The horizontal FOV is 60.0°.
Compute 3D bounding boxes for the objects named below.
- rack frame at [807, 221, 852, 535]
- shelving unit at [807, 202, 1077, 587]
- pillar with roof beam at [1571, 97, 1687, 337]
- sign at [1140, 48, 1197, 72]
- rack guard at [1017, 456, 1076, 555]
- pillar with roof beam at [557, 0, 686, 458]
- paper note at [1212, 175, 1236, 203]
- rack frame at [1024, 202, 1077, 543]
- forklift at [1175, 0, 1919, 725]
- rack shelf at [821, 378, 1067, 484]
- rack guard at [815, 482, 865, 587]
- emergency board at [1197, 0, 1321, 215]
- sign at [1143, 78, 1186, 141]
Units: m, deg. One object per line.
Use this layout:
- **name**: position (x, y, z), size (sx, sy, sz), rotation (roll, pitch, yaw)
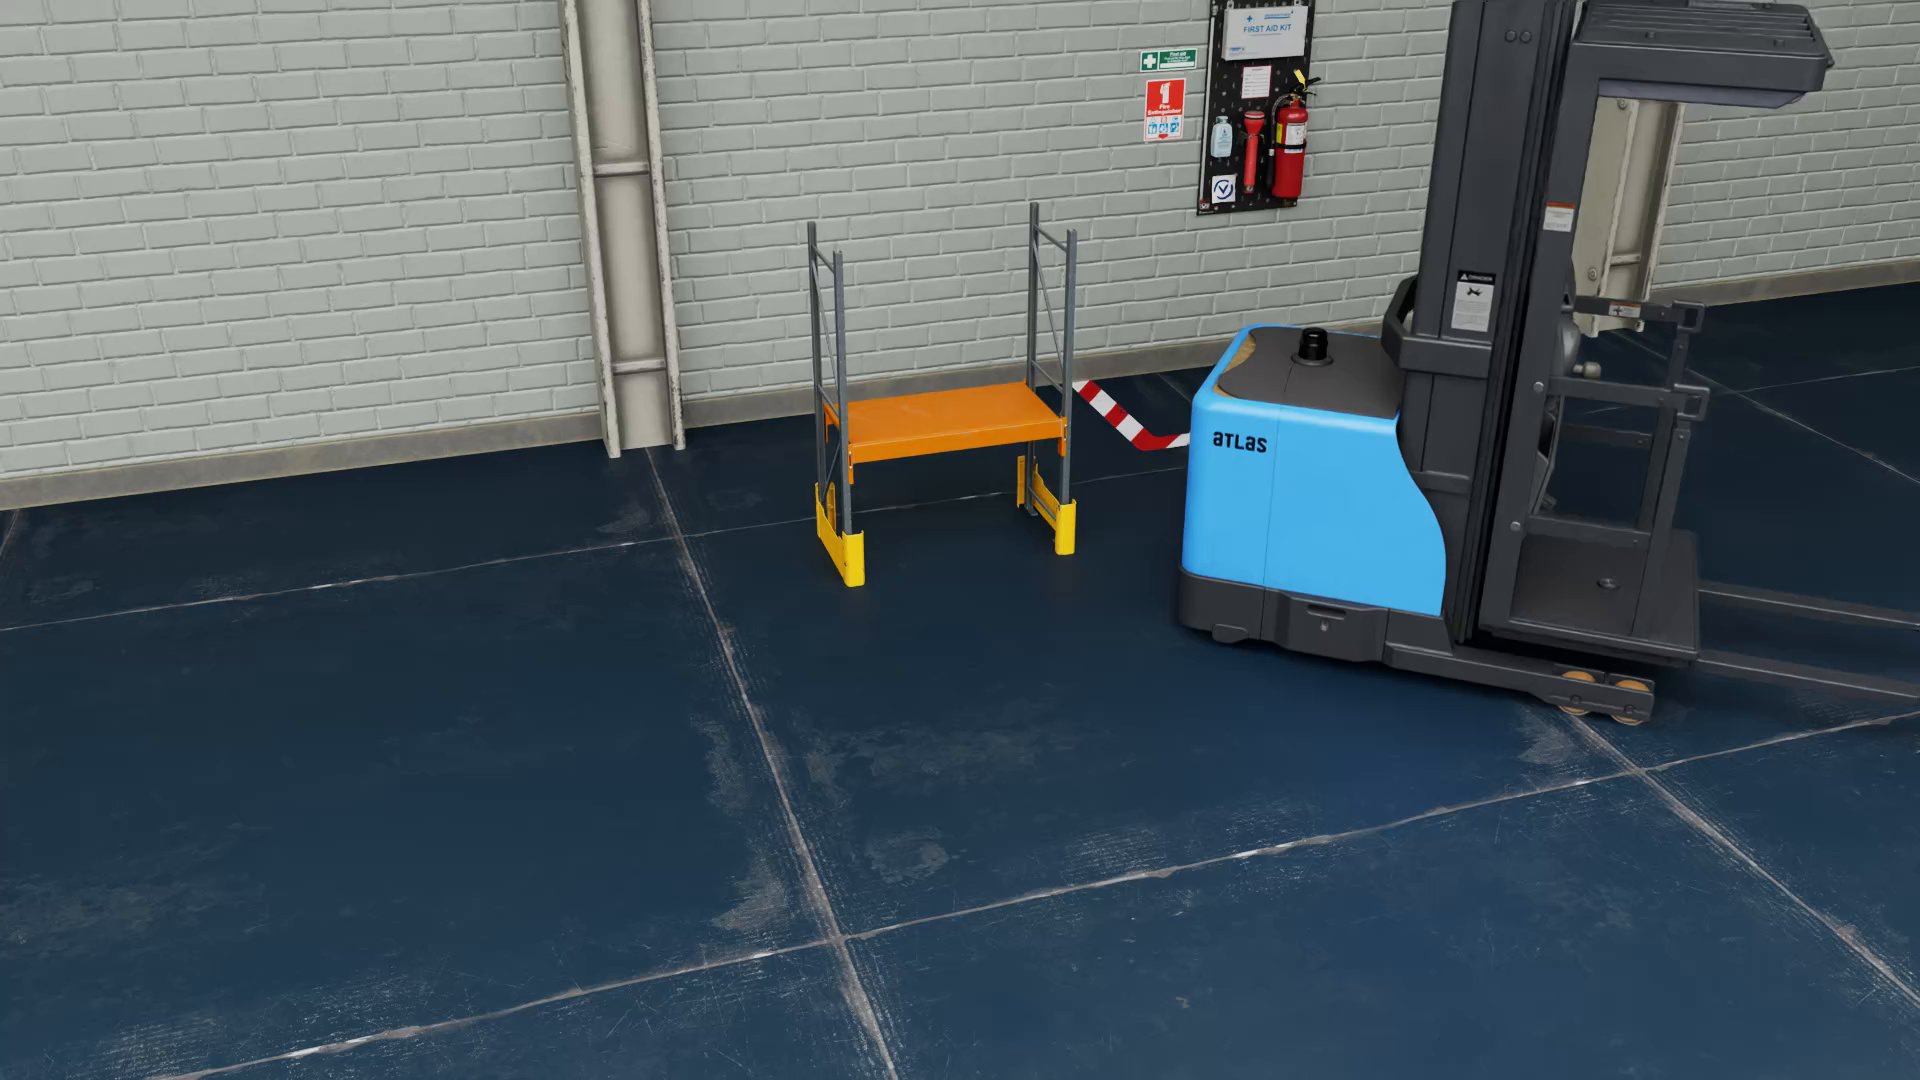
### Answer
- **rack frame**: position (-0.564, -0.590, 7.252), size (0.032, 1.500, 0.500), rotation (-8, 28, -16)
- **shelving unit**: position (-0.072, -0.661, 7.395), size (1.083, 1.500, 0.587), rotation (-8, 28, -16)
- **pillar with roof beam**: position (5.367, -3.553, 4.787), size (0.400, 9.000, 9.100), rotation (-8, 28, -16)
- **sign**: position (1.122, -2.580, 8.937), size (0.331, 0.109, 0.001), rotation (-8, 28, -16)
- **rack guard**: position (0.401, -0.170, 7.811), size (0.087, 0.250, 0.587), rotation (-8, 28, -16)
- **pillar with roof beam**: position (-0.338, -2.727, 3.123), size (0.400, 9.000, 9.100), rotation (-8, 28, -16)
- **paper note**: position (1.483, -1.972, 9.340), size (0.142, 0.148, 0.016), rotation (-8, 28, -16)
- **rack frame**: position (0.402, -0.730, 7.534), size (0.032, 1.500, 0.500), rotation (-8, 28, -16)
- **forklift**: position (2.468, -0.877, 6.220), size (3.031, 2.935, 1.130), rotation (10, 28, 19)
- **rack shelf**: position (-0.081, -0.499, 7.473), size (1.000, 0.185, 0.538), rotation (-8, 28, -16)
- **rack guard**: position (-0.546, -0.033, 7.535), size (0.087, 0.250, 0.587), rotation (-8, 28, -16)
- **emergency board**: position (1.672, -2.362, 9.134), size (0.643, 1.169, 0.194), rotation (-8, 28, -16)
- **sign**: position (1.115, -2.345, 9.061), size (0.234, 0.329, 0.001), rotation (-8, 28, -16)
